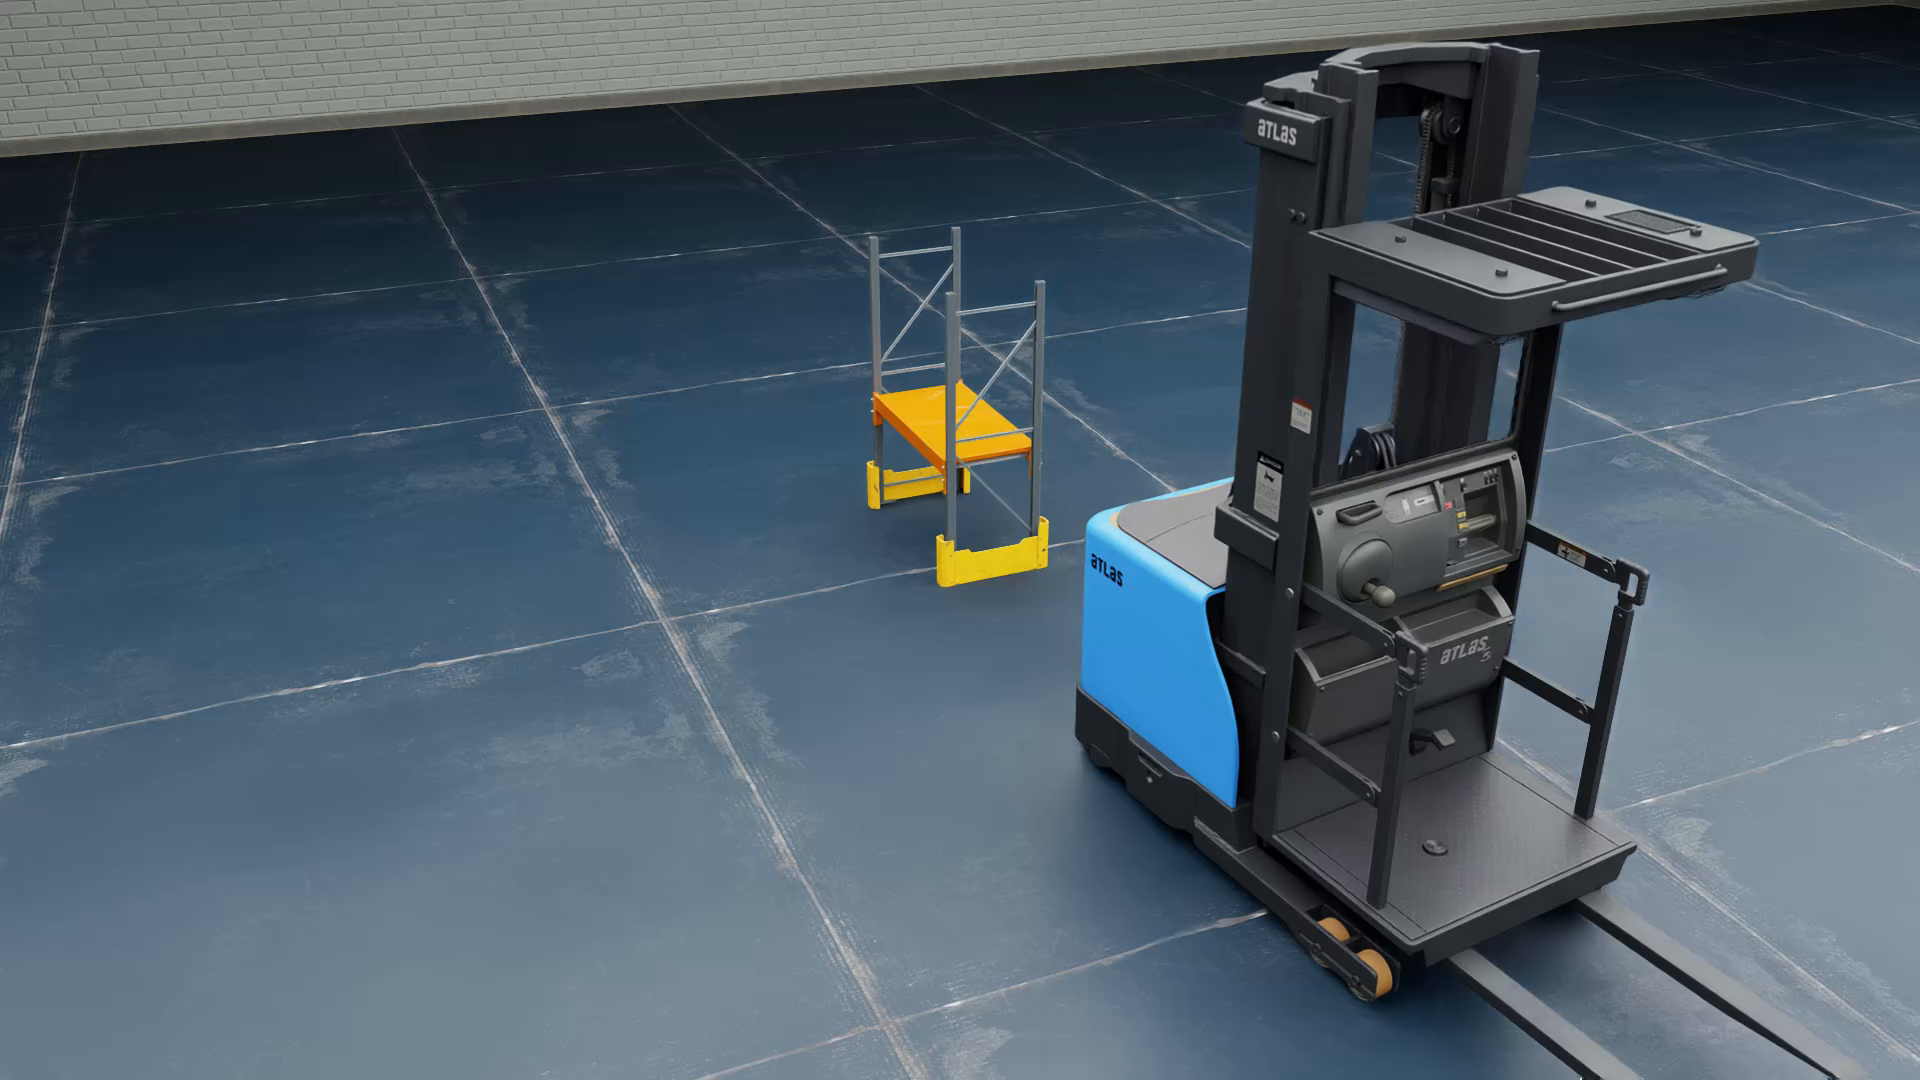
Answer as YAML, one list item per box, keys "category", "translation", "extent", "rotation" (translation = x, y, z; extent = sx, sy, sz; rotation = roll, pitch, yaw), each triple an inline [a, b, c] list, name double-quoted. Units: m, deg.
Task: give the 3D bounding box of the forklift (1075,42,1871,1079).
- category: "forklift"
  translation: [1.659, -0.004, 5.417]
  extent: [1.130, 2.935, 3.031]
  rotation: [-14, 30, -27]

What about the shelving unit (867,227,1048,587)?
- category: "shelving unit"
  translation: [-0.030, -0.705, 8.484]
  extent: [0.587, 1.500, 1.083]
  rotation: [-11, 28, -21]

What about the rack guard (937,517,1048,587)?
- category: "rack guard"
  translation: [0.165, 0.058, 8.346]
  extent: [0.587, 0.250, 0.087]
  rotation: [-11, 28, -21]

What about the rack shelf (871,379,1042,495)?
- category: "rack shelf"
  translation: [-0.033, -0.547, 8.570]
  extent: [0.538, 0.185, 1.000]
  rotation: [-11, 28, -21]

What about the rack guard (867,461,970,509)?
- category: "rack guard"
  translation: [-0.225, -0.344, 9.170]
  extent: [0.587, 0.250, 0.087]
  rotation: [-11, 28, -21]

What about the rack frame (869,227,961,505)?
- category: "rack frame"
  translation: [-0.232, -0.914, 8.912]
  extent: [0.500, 1.500, 0.032]
  rotation: [-11, 28, -21]

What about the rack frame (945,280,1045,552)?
- category: "rack frame"
  translation: [0.166, -0.503, 8.071]
  extent: [0.500, 1.500, 0.032]
  rotation: [-11, 28, -21]
